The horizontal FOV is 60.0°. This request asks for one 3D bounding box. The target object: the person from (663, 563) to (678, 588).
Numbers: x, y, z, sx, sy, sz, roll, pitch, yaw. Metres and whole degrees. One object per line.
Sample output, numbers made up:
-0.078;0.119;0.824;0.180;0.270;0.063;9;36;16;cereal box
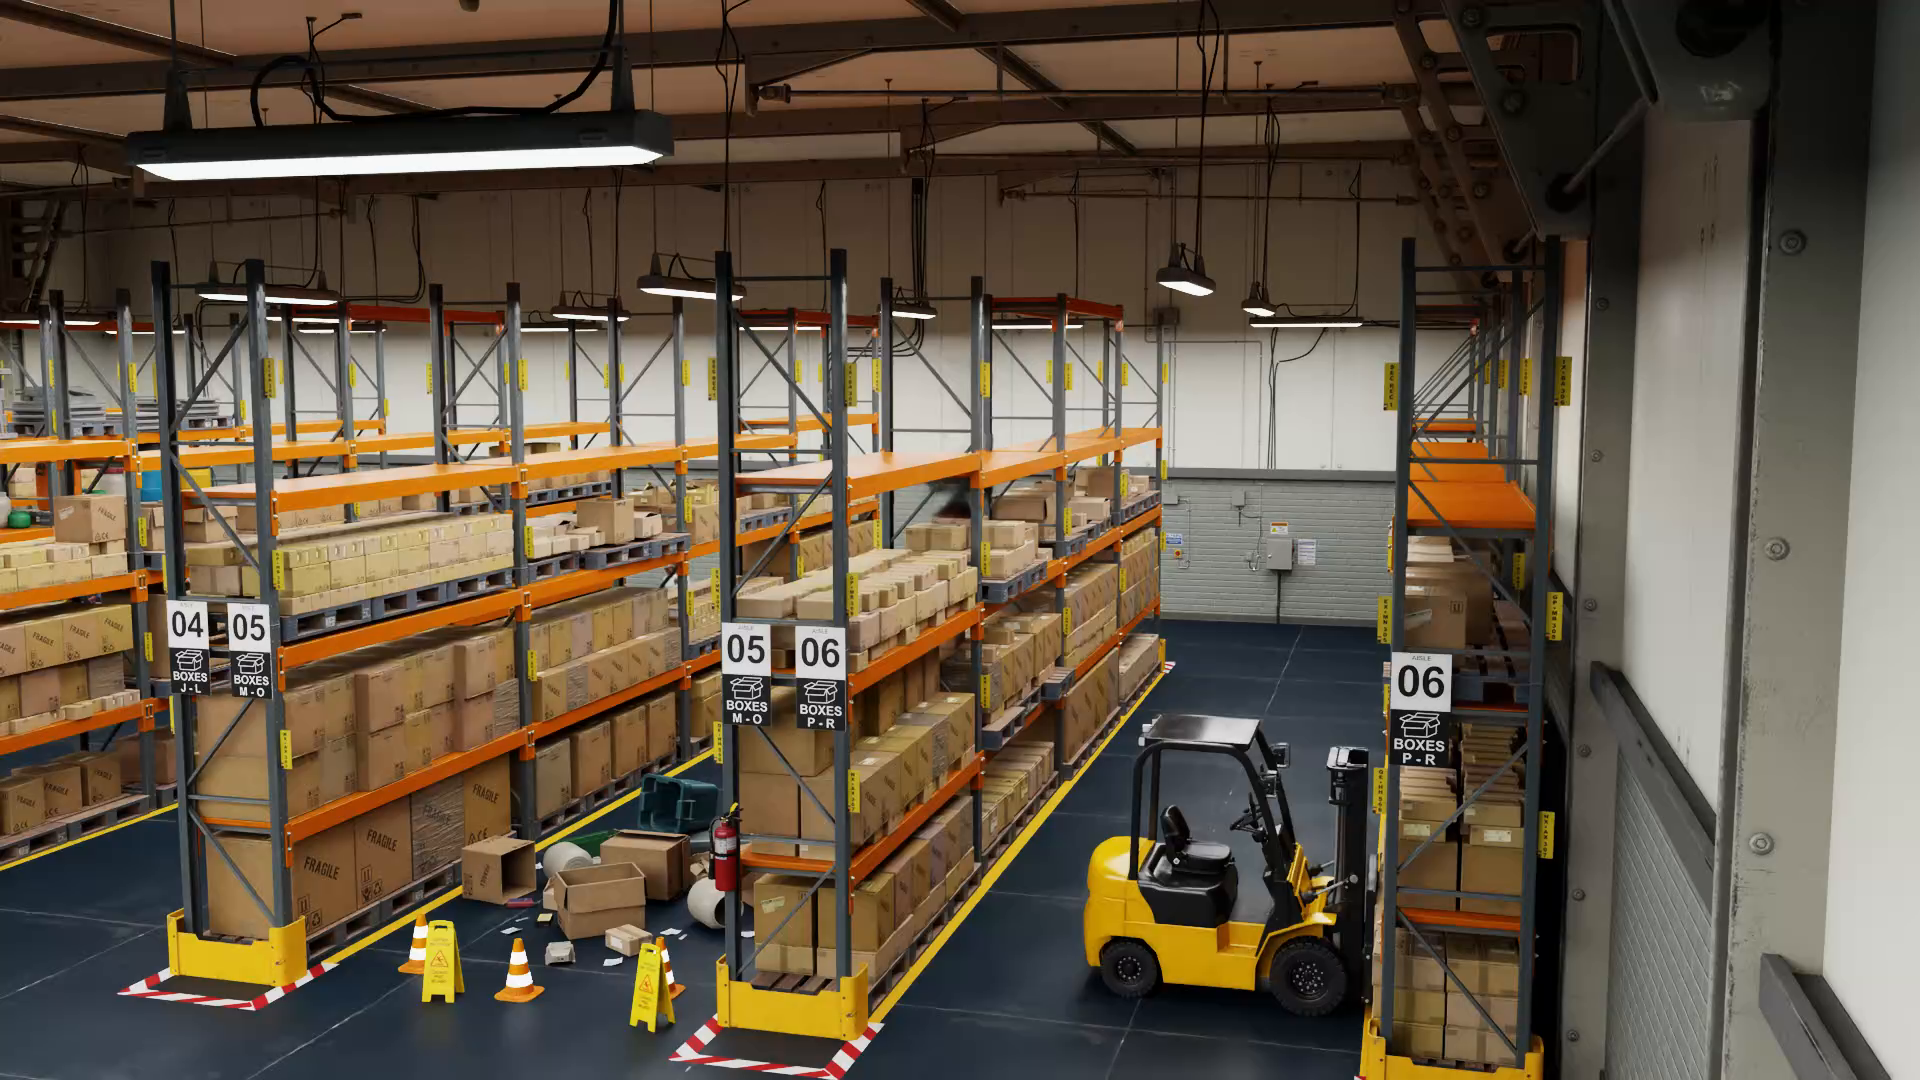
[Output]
-5.116;0.788;29.871;0.470;0.831;0.330;0;6;4;person
